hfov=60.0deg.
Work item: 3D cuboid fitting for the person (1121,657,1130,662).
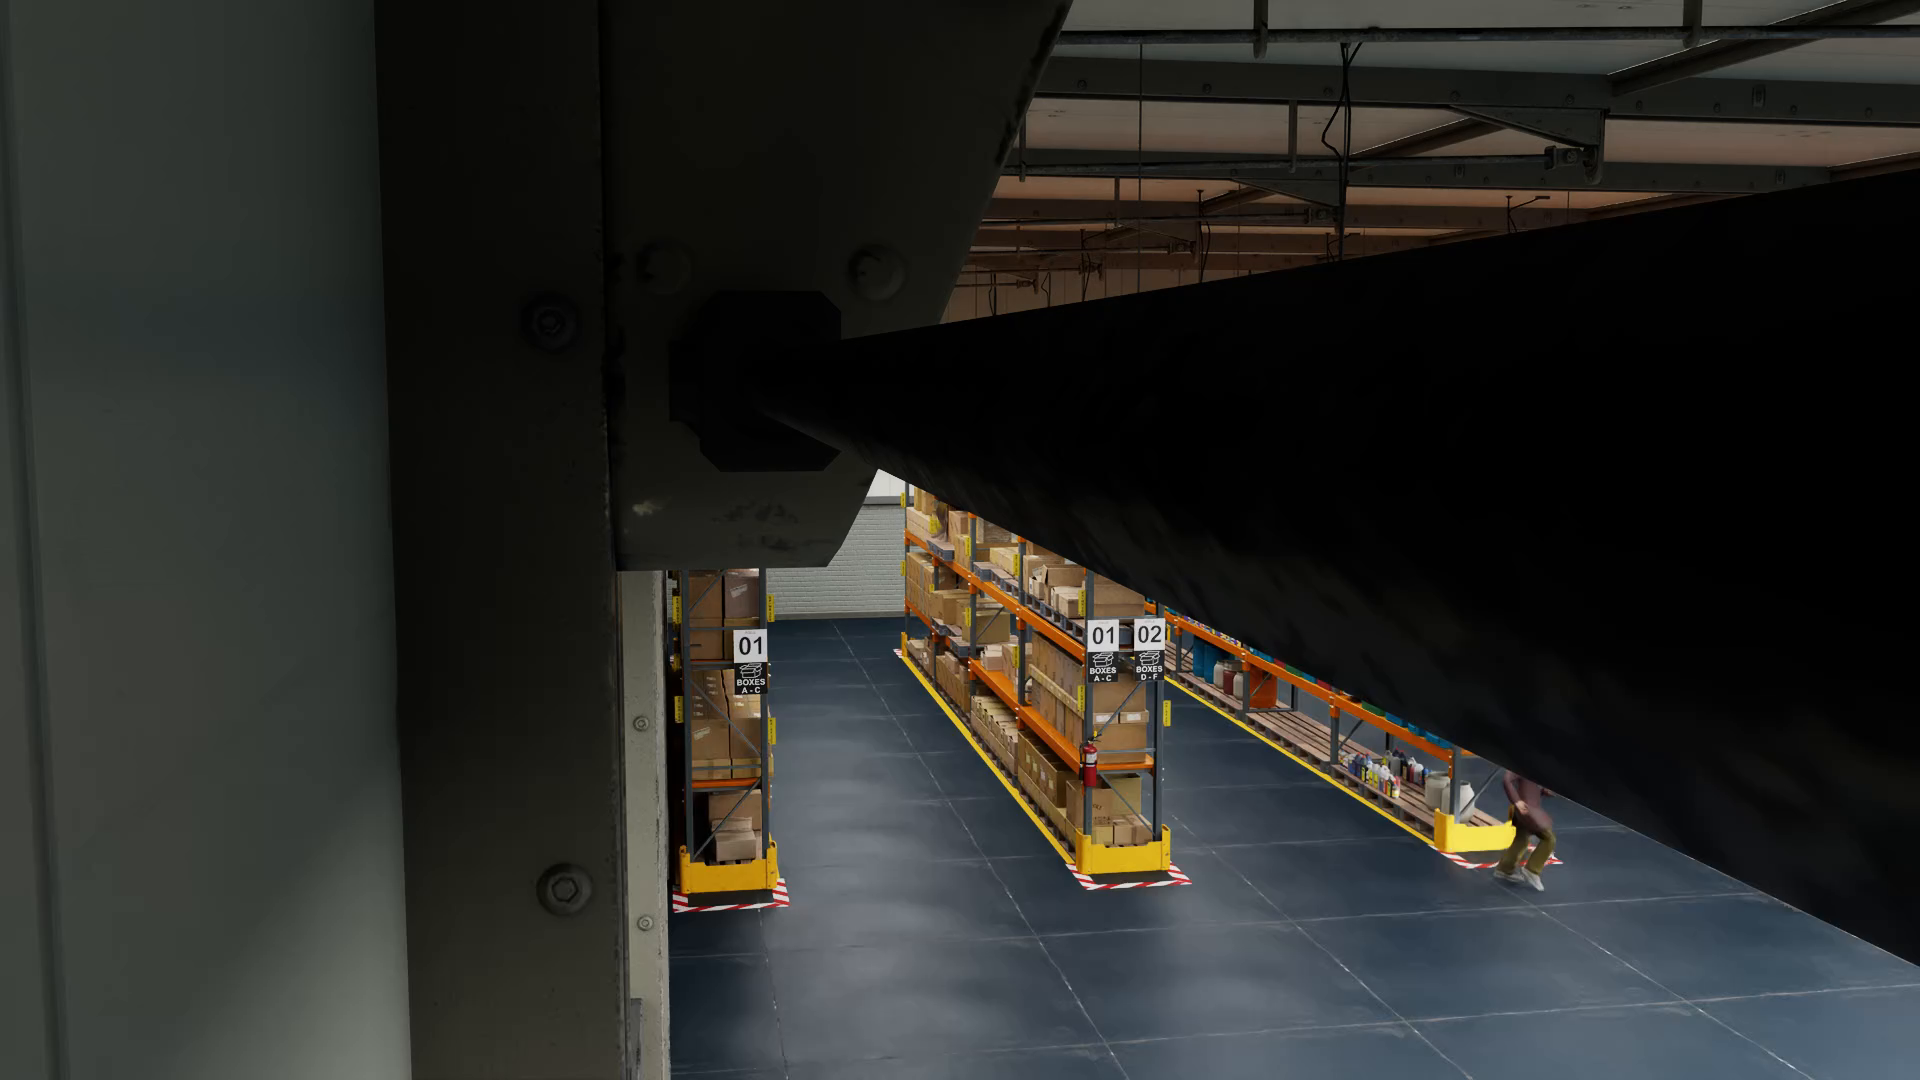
[{"bbox_3d":[2.811,2.345,30.295,0.700,1.734,0.708,-2,6,-21],"label":"person"}]

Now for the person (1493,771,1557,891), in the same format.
[{"bbox_3d":[6.934,3.351,20.388,0.710,1.796,0.702,2,6,18],"label":"person"}]
